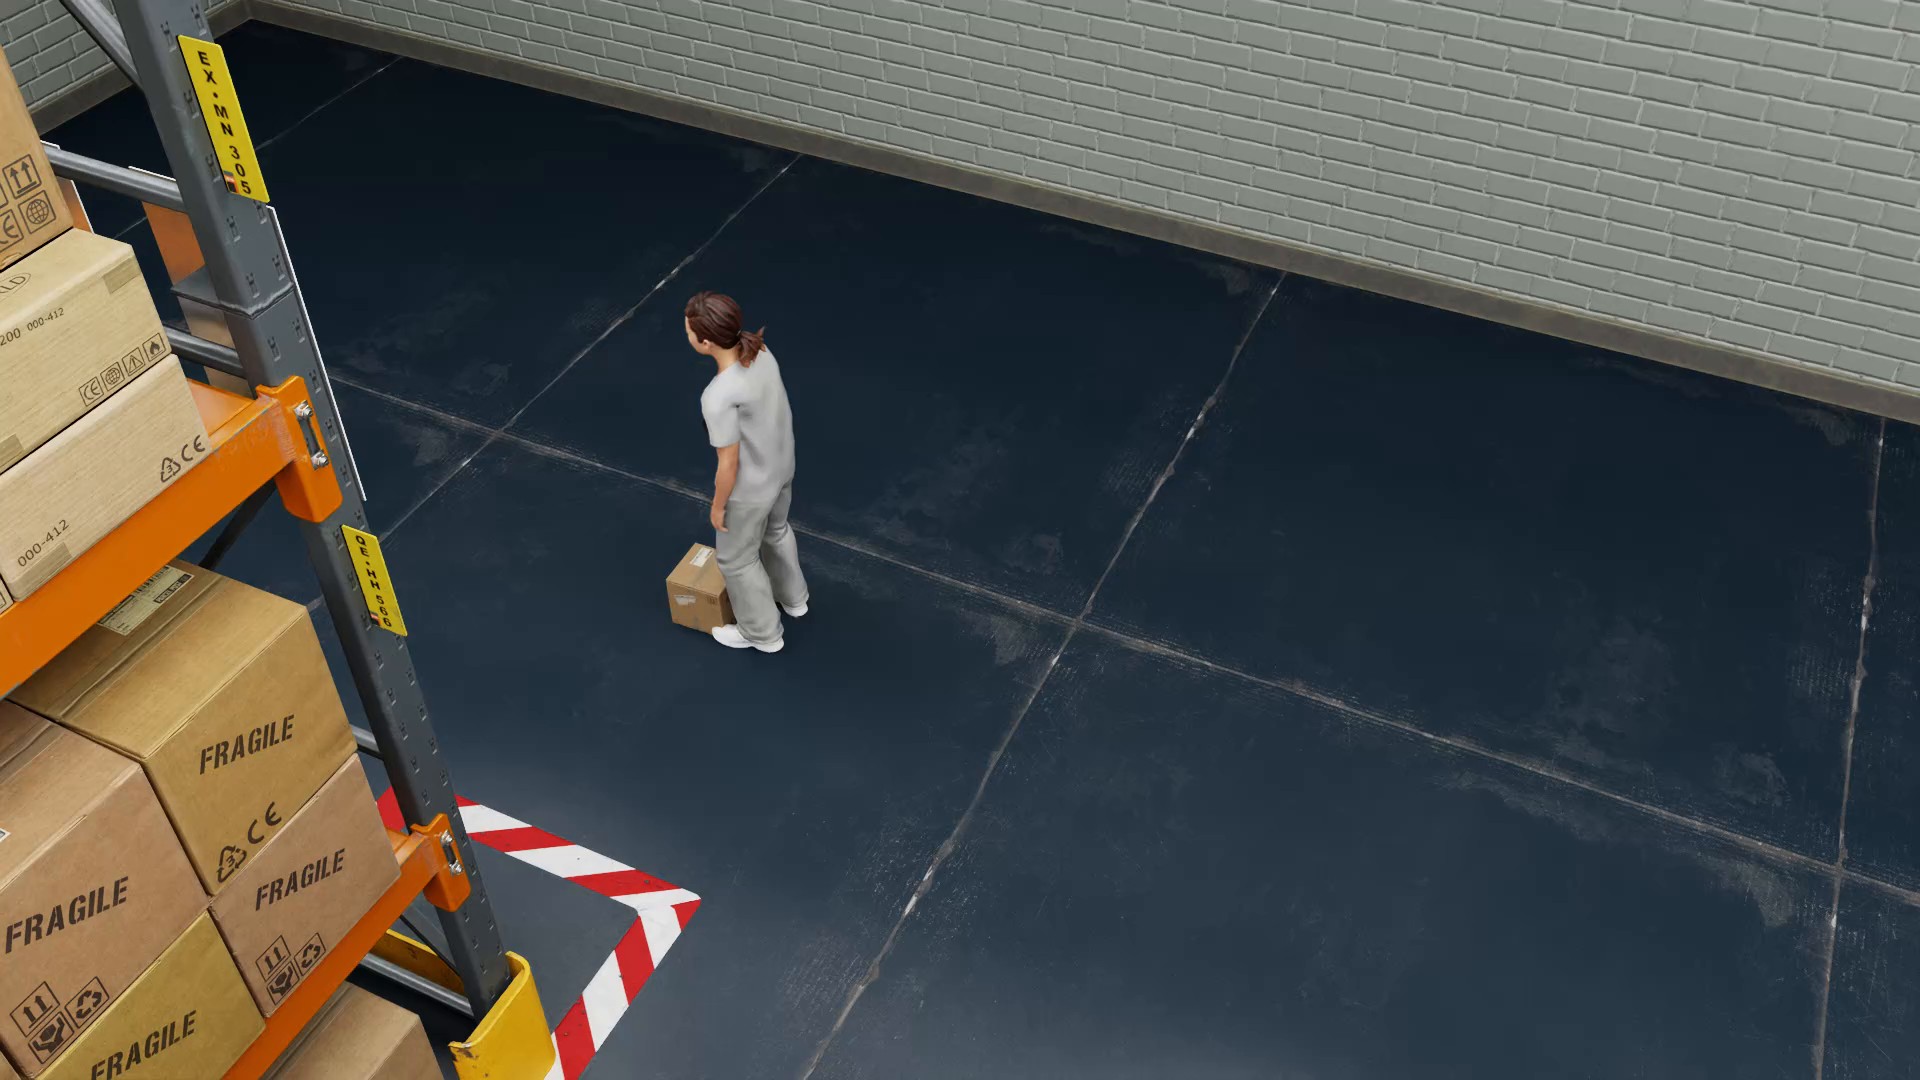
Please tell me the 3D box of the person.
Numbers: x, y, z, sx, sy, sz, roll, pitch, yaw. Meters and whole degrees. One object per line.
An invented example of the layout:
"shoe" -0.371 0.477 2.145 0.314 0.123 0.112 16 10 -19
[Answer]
"person" -0.822 -0.250 6.439 0.363 1.671 0.513 15 44 16
